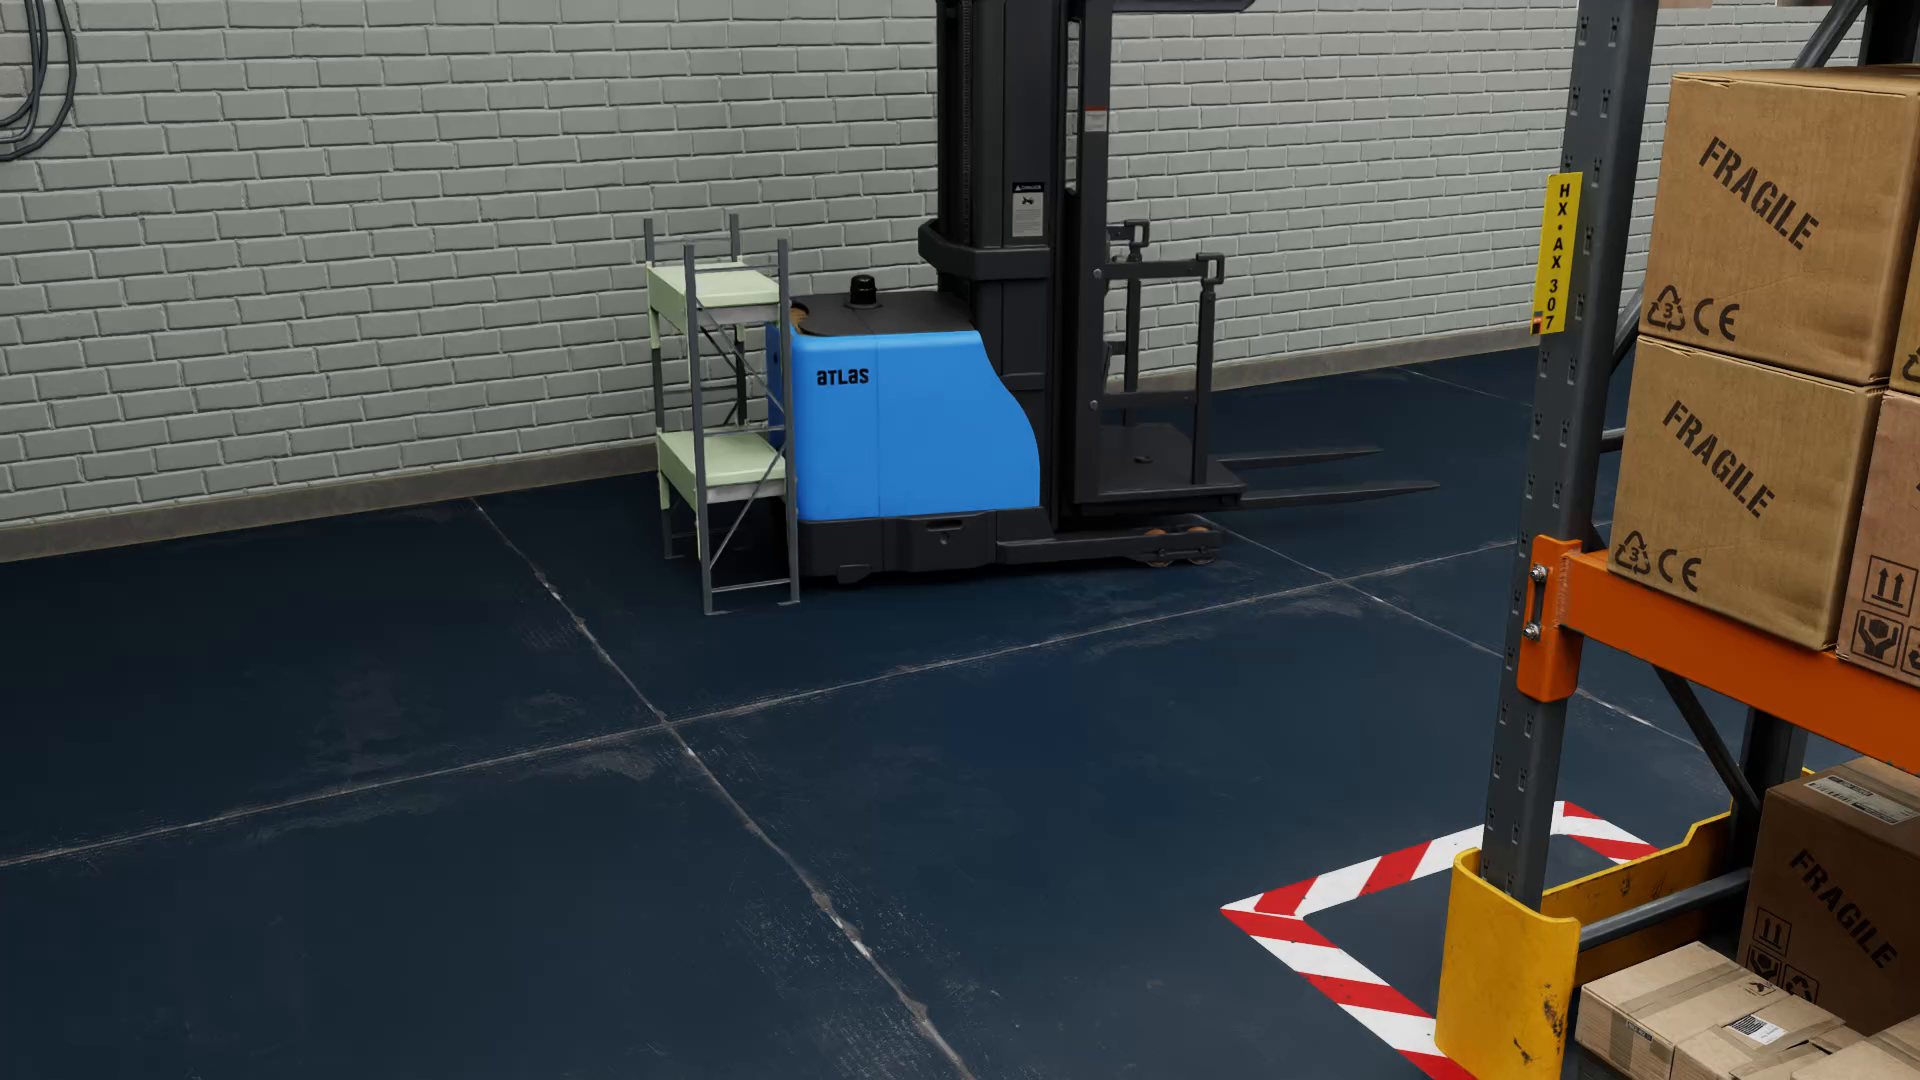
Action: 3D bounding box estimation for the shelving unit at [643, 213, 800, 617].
[{"bbox_3d":[-0.989,-0.536,6.886,0.431,1.500,0.755,-7,20,-21],"label":"shelving unit"}]

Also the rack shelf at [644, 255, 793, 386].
[{"bbox_3d":[-0.989,-0.905,6.759,0.431,0.370,0.720,-7,20,-21],"label":"rack shelf"}]

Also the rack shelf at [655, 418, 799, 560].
[{"bbox_3d":[-0.989,-0.228,6.992,0.431,0.370,0.720,-7,20,-21],"label":"rack shelf"}]

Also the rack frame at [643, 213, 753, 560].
[{"bbox_3d":[-1.125,-0.647,7.207,0.400,1.500,0.023,-7,20,-21],"label":"rack frame"}]

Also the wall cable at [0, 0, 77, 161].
[{"bbox_3d":[-5.032,-2.537,5.948,3.097,2.526,0.112,-10,21,-27],"label":"wall cable"}]

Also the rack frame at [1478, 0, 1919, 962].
[{"bbox_3d":[1.697,-0.258,3.781,1.000,3.000,0.127,-10,21,-27],"label":"rack frame"}]

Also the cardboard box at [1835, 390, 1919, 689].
[{"bbox_3d":[1.925,0.010,2.850,0.500,0.500,0.500,-10,22,-27],"label":"cardboard box"}]

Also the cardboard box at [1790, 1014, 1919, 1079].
[{"bbox_3d":[1.943,1.177,3.162,0.500,0.250,0.500,-10,21,-27],"label":"cardboard box"}]

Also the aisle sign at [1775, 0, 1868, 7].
[{"bbox_3d":[1.934,-1.554,3.551,0.394,0.787,0.004,-10,21,-27],"label":"aisle sign"}]

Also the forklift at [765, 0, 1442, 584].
[{"bbox_3d":[0.675,-1.428,7.275,3.031,2.935,1.130,-4,19,-11],"label":"forklift"}]

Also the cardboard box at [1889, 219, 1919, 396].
[{"bbox_3d":[1.931,-0.461,2.683,0.500,0.500,0.500,-10,21,-26],"label":"cardboard box"}]

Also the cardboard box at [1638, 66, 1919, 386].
[{"bbox_3d":[1.676,-0.610,3.114,0.500,0.500,0.500,-9,21,-25],"label":"cardboard box"}]

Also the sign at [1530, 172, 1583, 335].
[{"bbox_3d":[1.220,-0.583,3.396,0.100,0.325,0.005,-10,21,-27],"label":"sign"}]

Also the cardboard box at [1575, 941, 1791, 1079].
[{"bbox_3d":[1.594,1.055,3.672,0.380,0.149,0.250,-10,21,-27],"label":"cardboard box"}]

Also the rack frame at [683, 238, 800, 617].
[{"bbox_3d":[-0.852,-0.425,6.565,0.400,1.500,0.023,-7,20,-21],"label":"rack frame"}]

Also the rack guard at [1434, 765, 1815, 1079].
[{"bbox_3d":[1.733,0.945,4.125,1.175,0.500,0.348,-10,21,-27],"label":"rack guard"}]

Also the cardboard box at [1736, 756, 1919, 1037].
[{"bbox_3d":[2.172,0.833,3.775,0.500,0.500,0.500,-10,21,-27],"label":"cardboard box"}]

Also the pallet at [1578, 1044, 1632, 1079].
[{"bbox_3d":[2.113,1.311,3.510,1.003,0.211,1.213,-10,21,-27],"label":"pallet"}]

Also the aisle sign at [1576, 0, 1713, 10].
[{"bbox_3d":[1.406,-1.461,3.282,0.394,0.787,0.004,-10,21,-27],"label":"aisle sign"}]

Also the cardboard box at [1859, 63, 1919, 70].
[{"bbox_3d":[2.150,-0.693,3.355,0.500,0.500,0.500,-10,22,-27],"label":"cardboard box"}]

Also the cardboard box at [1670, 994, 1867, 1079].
[{"bbox_3d":[1.712,1.118,3.461,0.380,0.166,0.250,-10,21,-27],"label":"cardboard box"}]

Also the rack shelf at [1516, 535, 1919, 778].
[{"bbox_3d":[2.647,0.656,2.234,1.077,0.370,4.000,-10,21,-27],"label":"rack shelf"}]

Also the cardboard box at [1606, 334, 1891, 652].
[{"bbox_3d":[1.676,-0.137,3.277,0.500,0.500,0.500,-9,21,-26],"label":"cardboard box"}]
